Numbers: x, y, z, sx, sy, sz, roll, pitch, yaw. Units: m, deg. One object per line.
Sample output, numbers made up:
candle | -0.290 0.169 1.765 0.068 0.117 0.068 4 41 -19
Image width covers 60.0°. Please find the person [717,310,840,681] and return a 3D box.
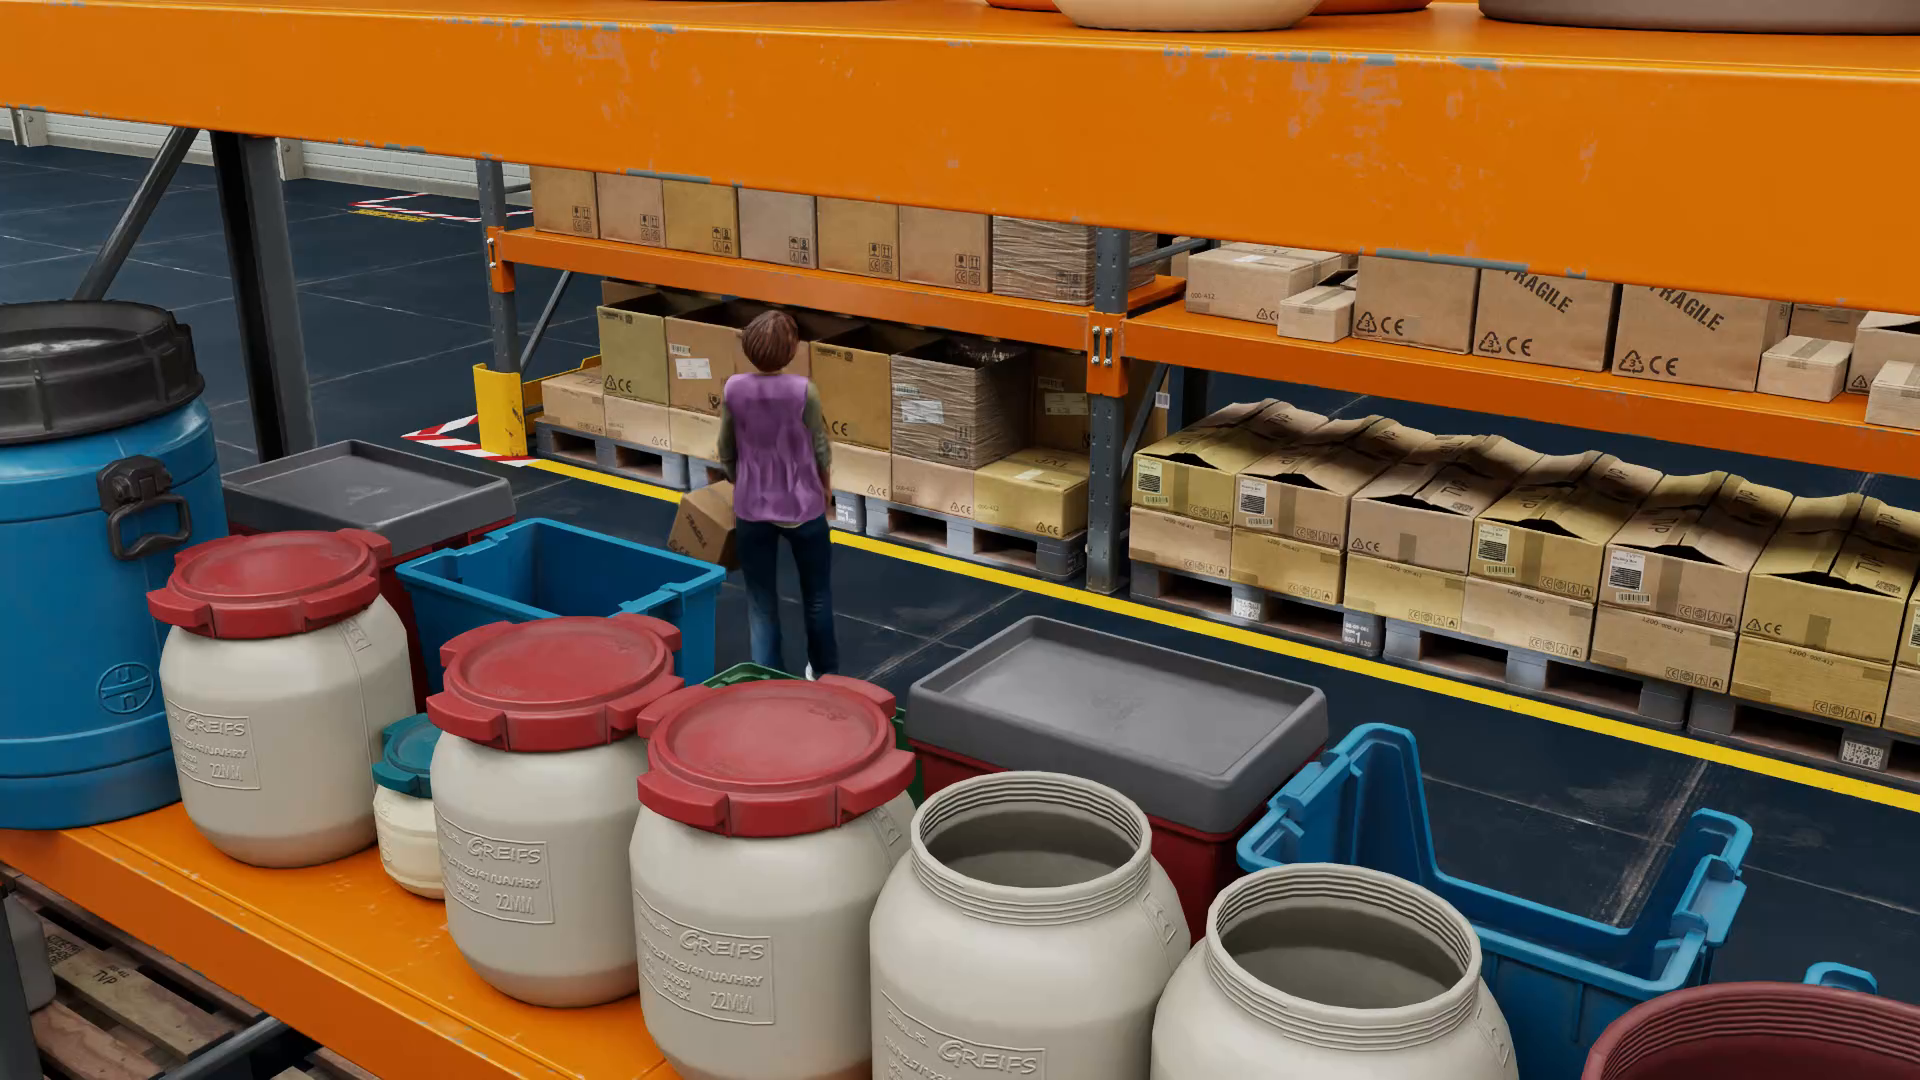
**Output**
person | -0.695 -0.119 6.375 0.433 1.601 0.463 0 20 1
